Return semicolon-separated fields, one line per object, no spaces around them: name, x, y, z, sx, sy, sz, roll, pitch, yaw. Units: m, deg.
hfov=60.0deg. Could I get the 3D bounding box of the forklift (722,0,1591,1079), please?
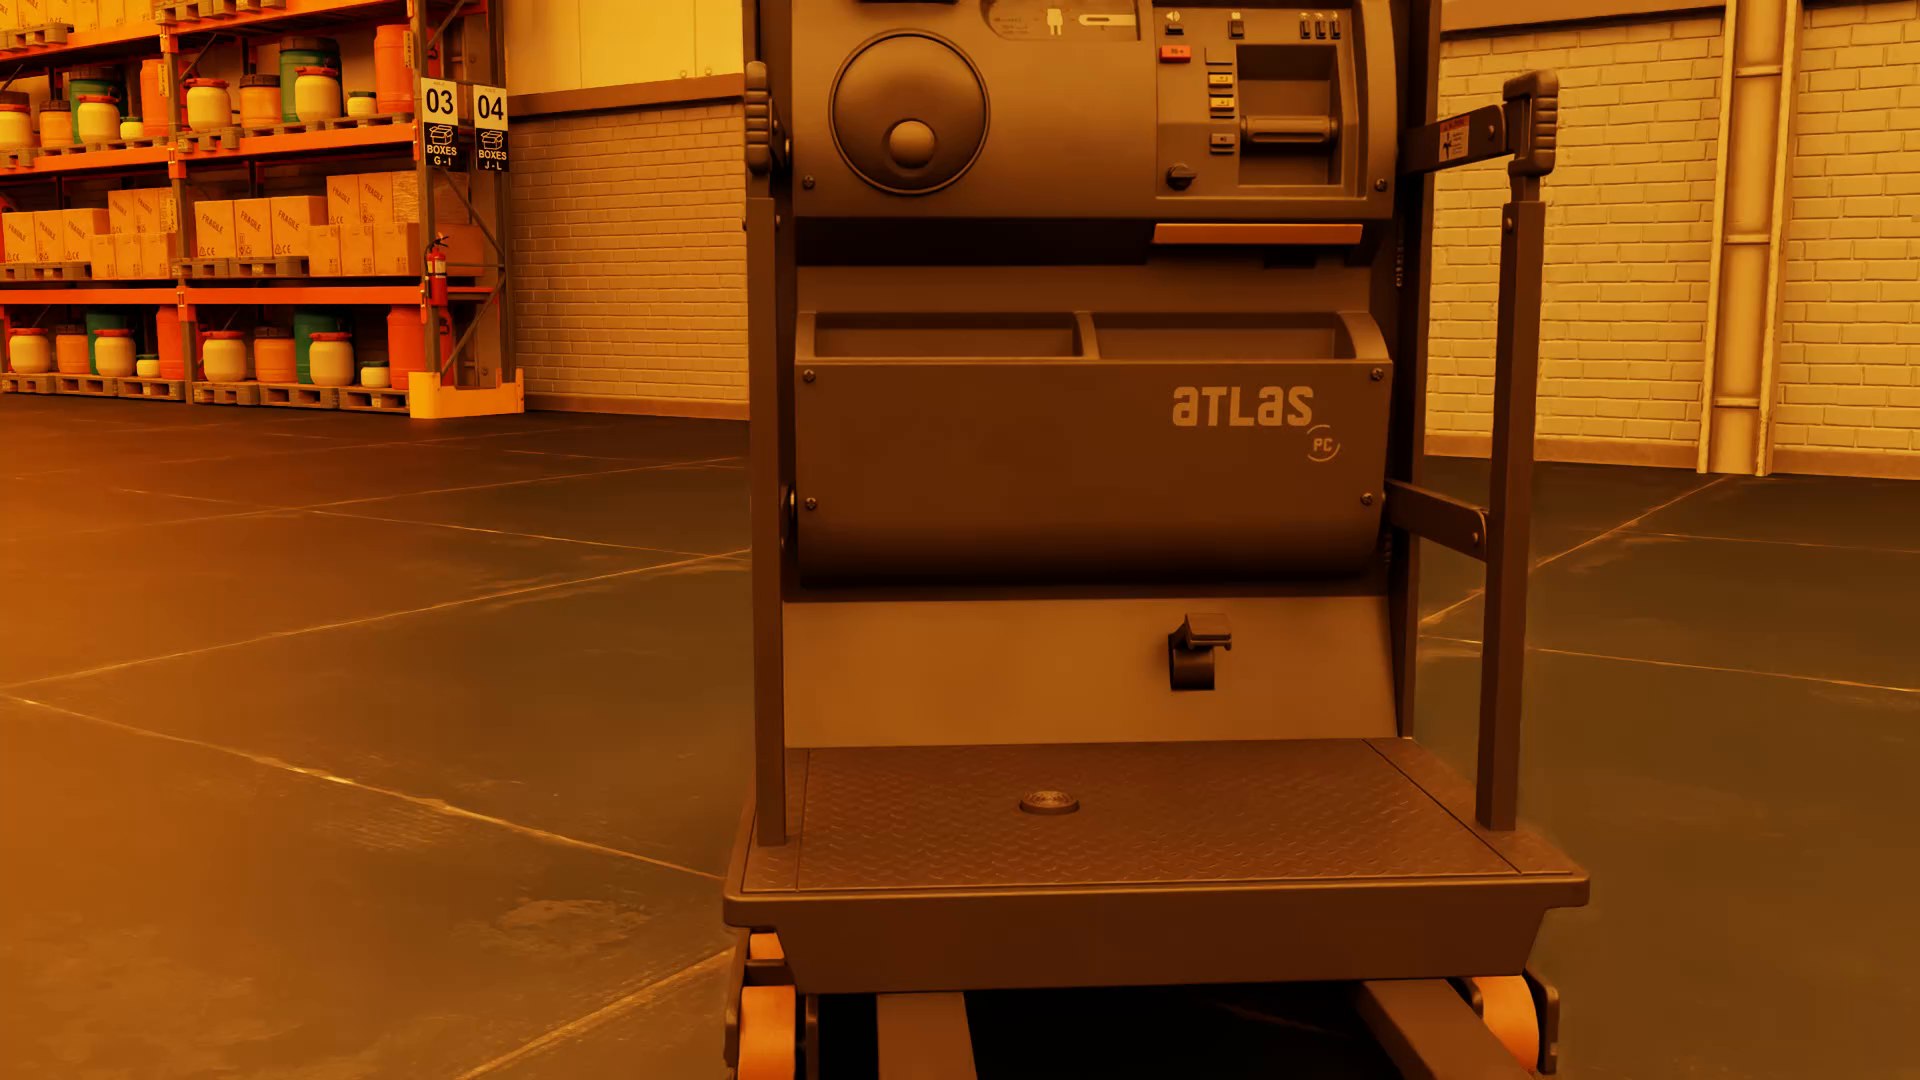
forklift;0.223;-0.735;2.358;1.130;2.935;3.031;-1;8;-4
